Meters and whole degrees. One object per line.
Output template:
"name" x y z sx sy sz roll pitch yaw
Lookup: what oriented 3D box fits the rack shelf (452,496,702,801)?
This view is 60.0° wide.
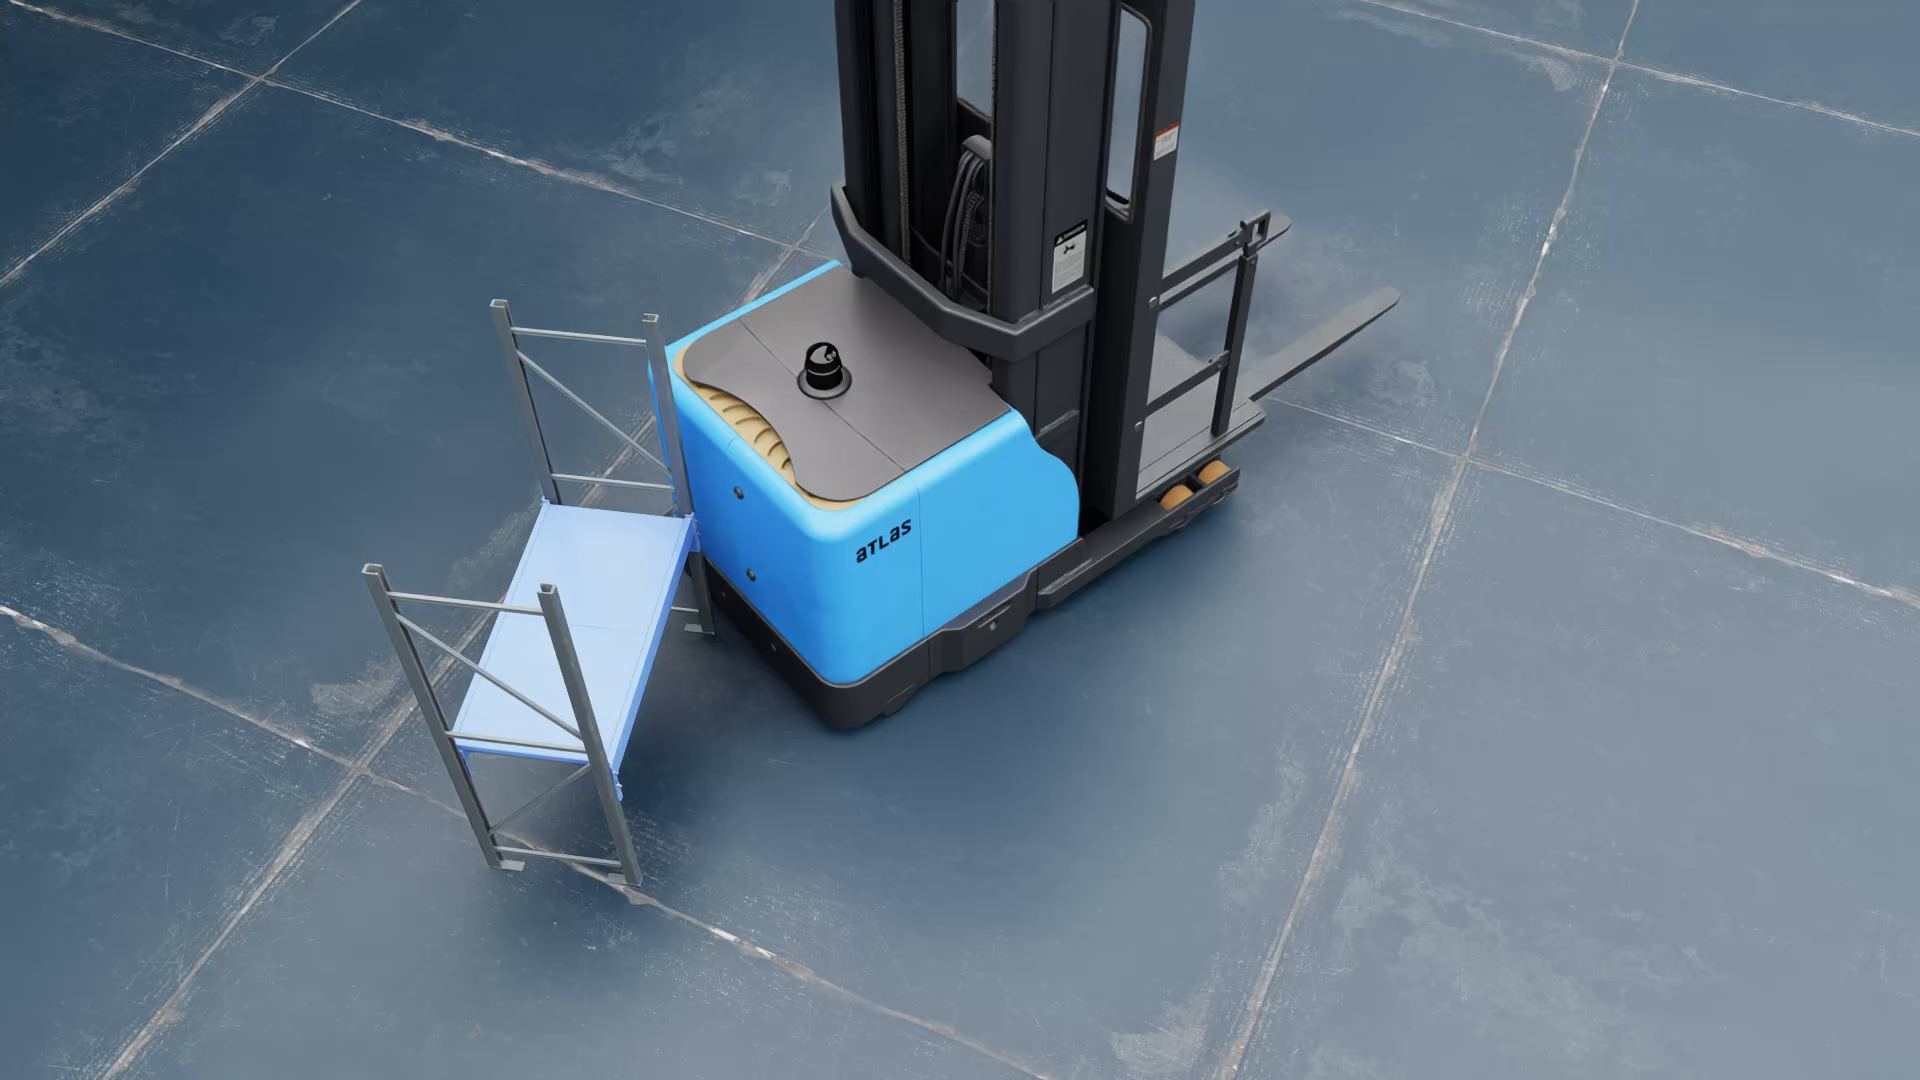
"rack shelf" -1.196 0.316 5.232 0.538 0.185 1.000 6 50 5

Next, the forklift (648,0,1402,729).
"forklift" 0.434 -1.275 5.411 3.031 2.935 1.130 -32 57 -24

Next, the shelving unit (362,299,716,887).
"shelving unit" -1.196 0.200 5.095 0.538 1.500 1.048 6 50 5

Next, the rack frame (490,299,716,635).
"rack frame" -1.126 -0.184 5.421 0.500 1.500 0.032 6 50 5

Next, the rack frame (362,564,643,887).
"rack frame" -1.266 0.583 4.769 0.500 1.500 0.032 6 50 5
